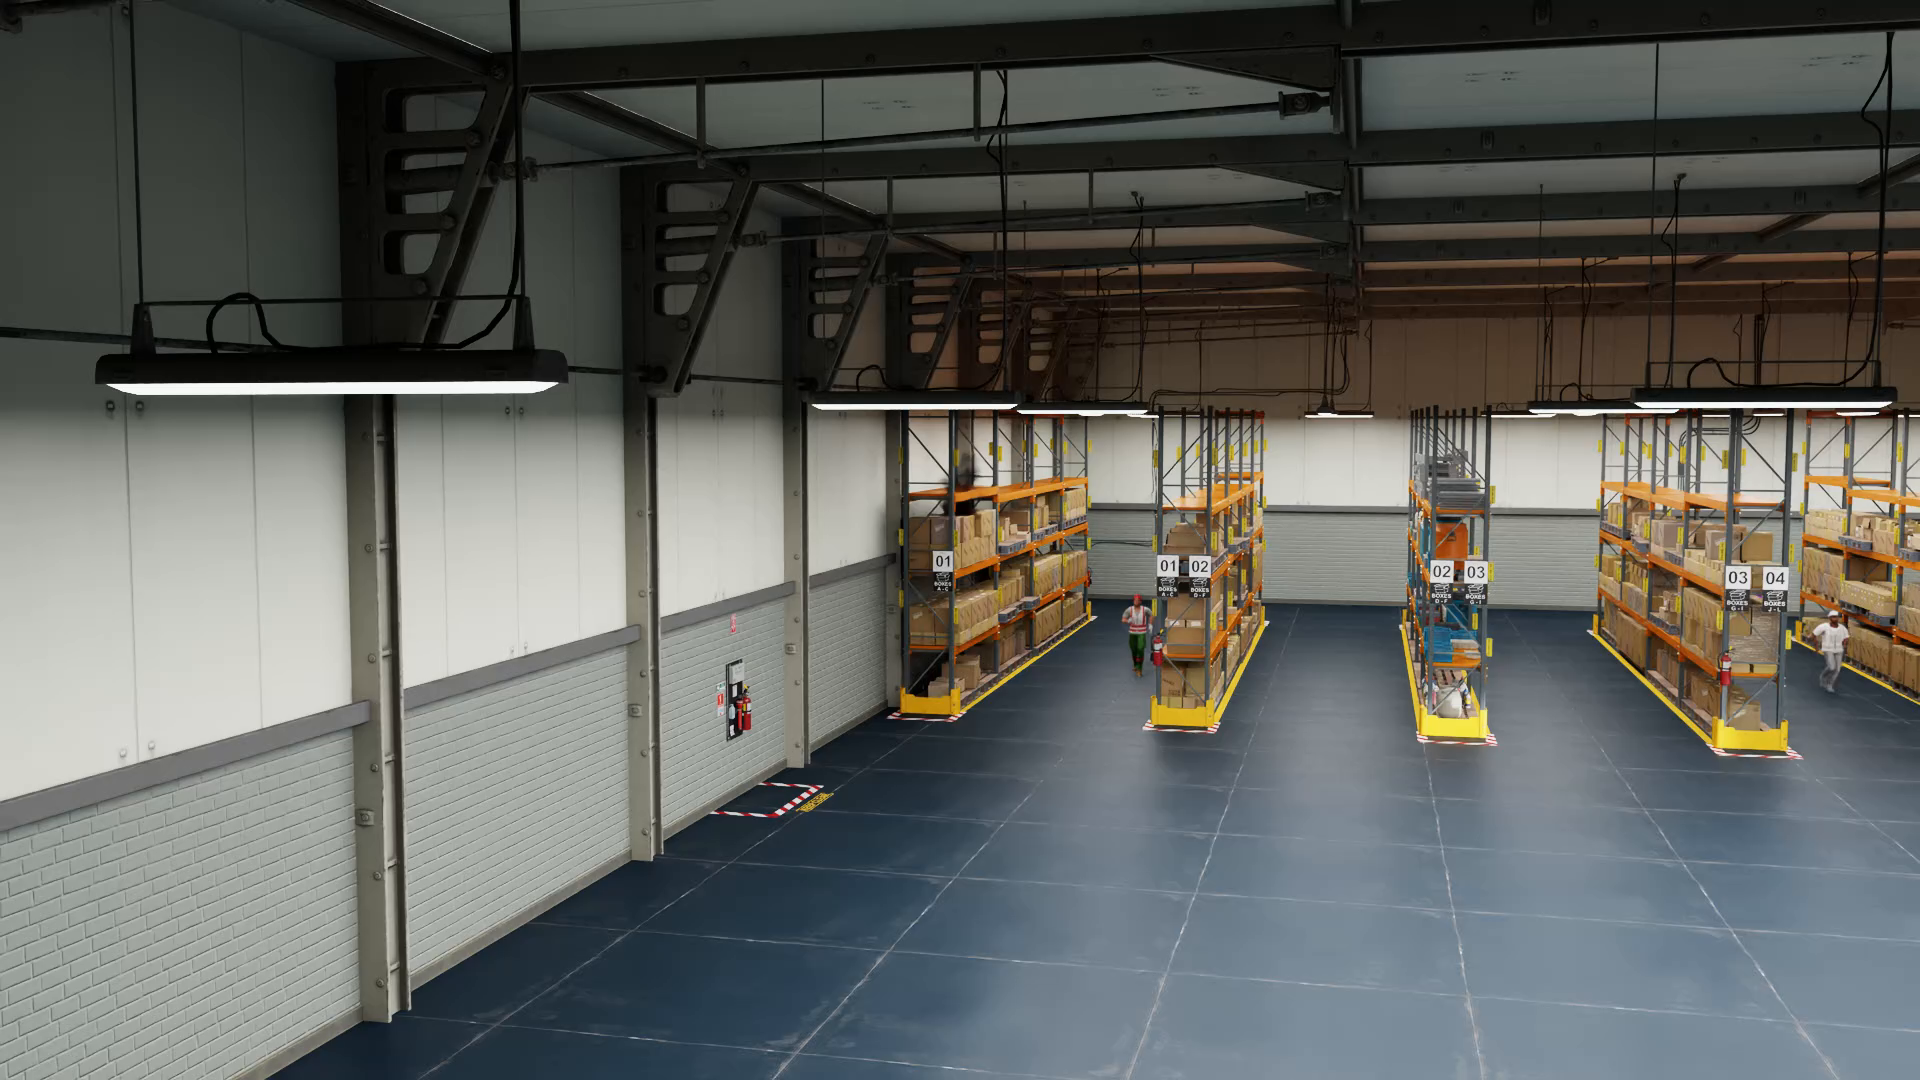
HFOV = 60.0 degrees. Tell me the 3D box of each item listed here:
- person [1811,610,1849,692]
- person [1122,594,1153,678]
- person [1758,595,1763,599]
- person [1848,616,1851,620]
[{"bbox_3d":[18.355,2.345,34.963,0.690,1.721,0.597,0,4,5],"label":"person"},{"bbox_3d":[3.982,2.133,37.417,0.661,1.845,0.835,1,4,14],"label":"person"},{"bbox_3d":[19.924,1.920,40.866,0.687,1.797,0.732,1,4,19],"label":"person"},{"bbox_3d":[23.597,1.765,44.081,0.645,1.663,0.776,-2,4,-22],"label":"person"}]
